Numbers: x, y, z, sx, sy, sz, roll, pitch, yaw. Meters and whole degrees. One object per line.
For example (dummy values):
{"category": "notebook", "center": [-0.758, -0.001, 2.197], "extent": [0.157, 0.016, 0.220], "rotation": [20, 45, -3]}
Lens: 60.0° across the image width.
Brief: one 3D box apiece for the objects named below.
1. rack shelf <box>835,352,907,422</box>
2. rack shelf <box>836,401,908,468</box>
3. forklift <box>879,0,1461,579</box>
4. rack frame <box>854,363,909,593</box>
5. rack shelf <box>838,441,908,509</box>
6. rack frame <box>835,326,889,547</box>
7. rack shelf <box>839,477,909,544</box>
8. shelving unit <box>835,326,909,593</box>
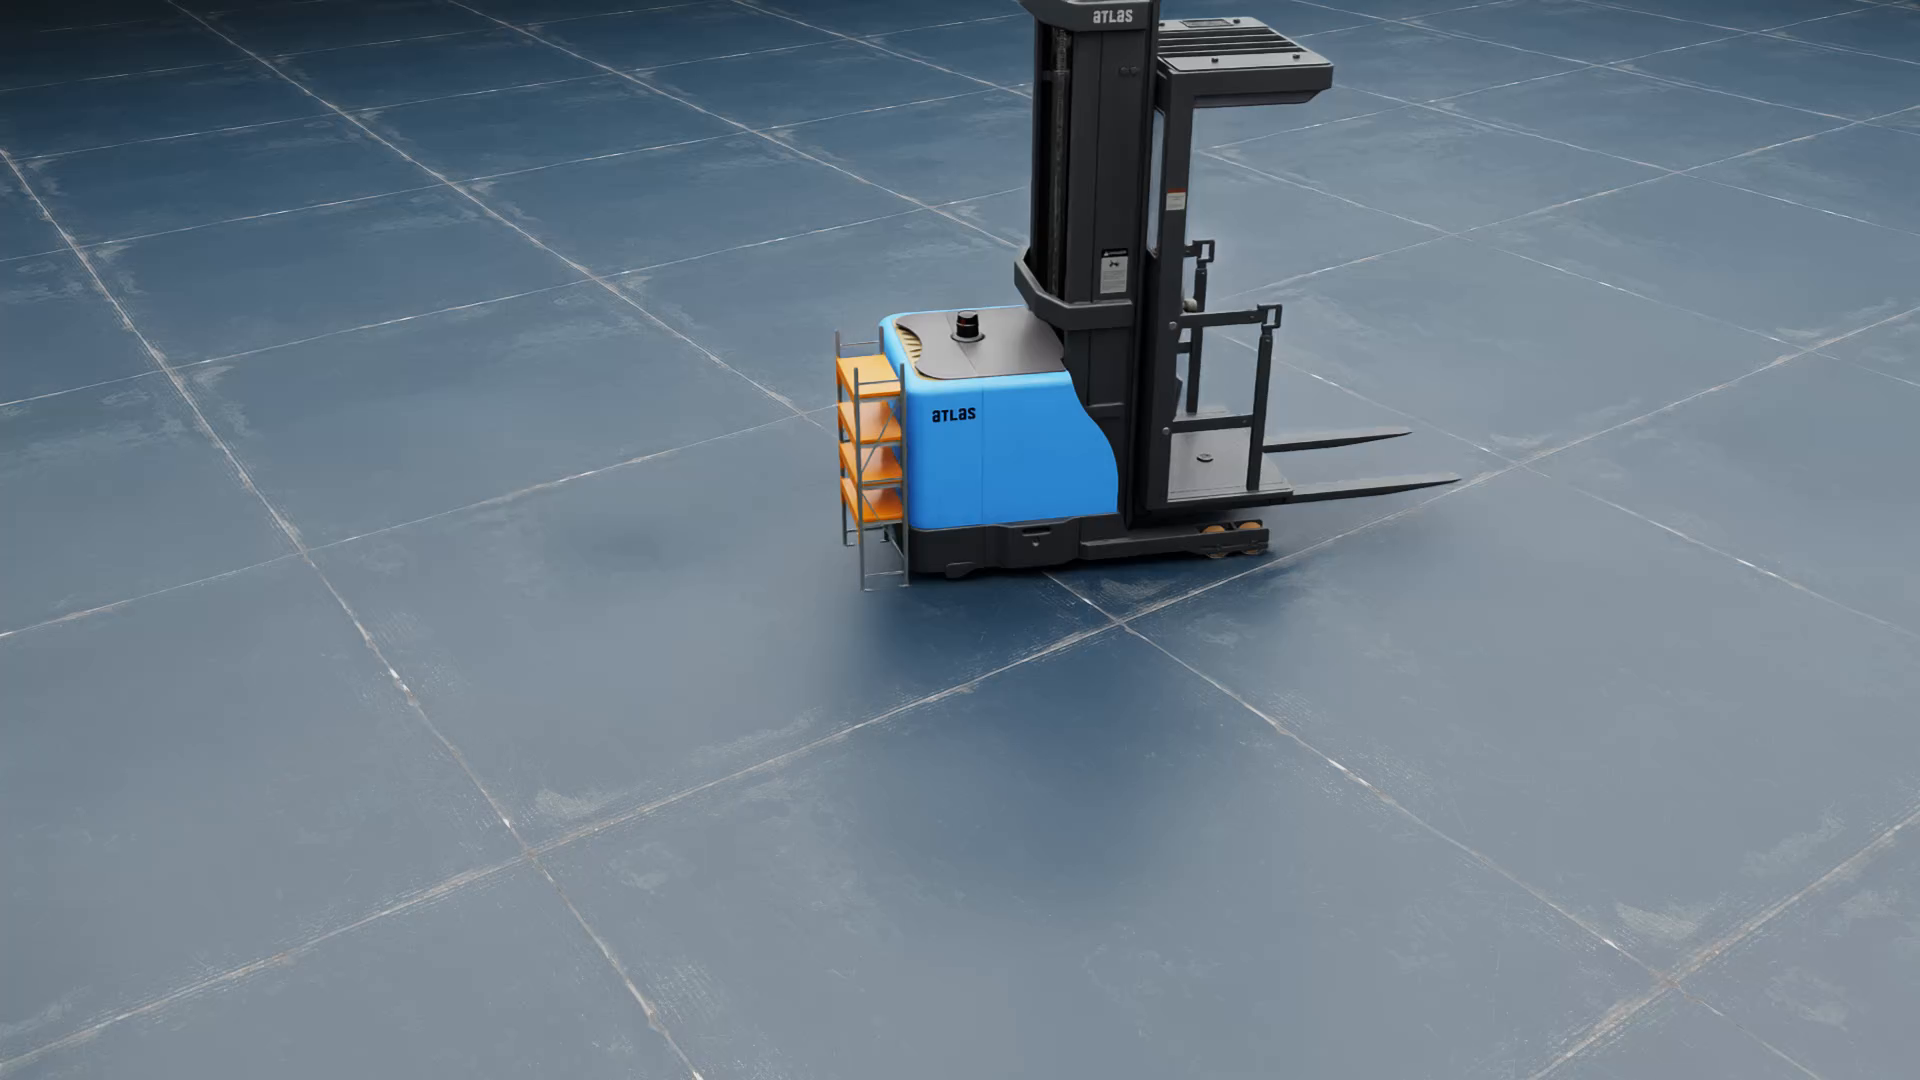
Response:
{"category": "rack shelf", "center": [-0.434, -0.742, 8.035], "extent": [0.258, 0.148, 0.480], "rotation": [-7, 29, -12]}
{"category": "rack shelf", "center": [-0.434, -0.534, 8.148], "extent": [0.258, 0.148, 0.480], "rotation": [-7, 29, -12]}
{"category": "forklift", "center": [1.133, -1.435, 8.321], "extent": [3.031, 2.935, 1.130], "rotation": [-5, 29, -10]}
{"category": "rack frame", "center": [-0.375, -0.283, 8.014], "extent": [0.240, 1.200, 0.015], "rotation": [-7, 29, -12]}
{"category": "rack shelf", "center": [-0.434, -0.337, 8.254], "extent": [0.258, 0.148, 0.480], "rotation": [-7, 29, -12]}
{"category": "rack frame", "center": [-0.493, -0.509, 8.430], "extent": [0.240, 1.200, 0.015], "rotation": [-7, 29, -12]}
{"category": "rack shelf", "center": [-0.434, -0.163, 8.349], "extent": [0.258, 0.148, 0.480], "rotation": [-7, 29, -12]}
{"category": "shelving unit", "center": [-0.434, -0.396, 8.222], "extent": [0.258, 1.200, 0.503], "rotation": [-7, 29, -12]}
